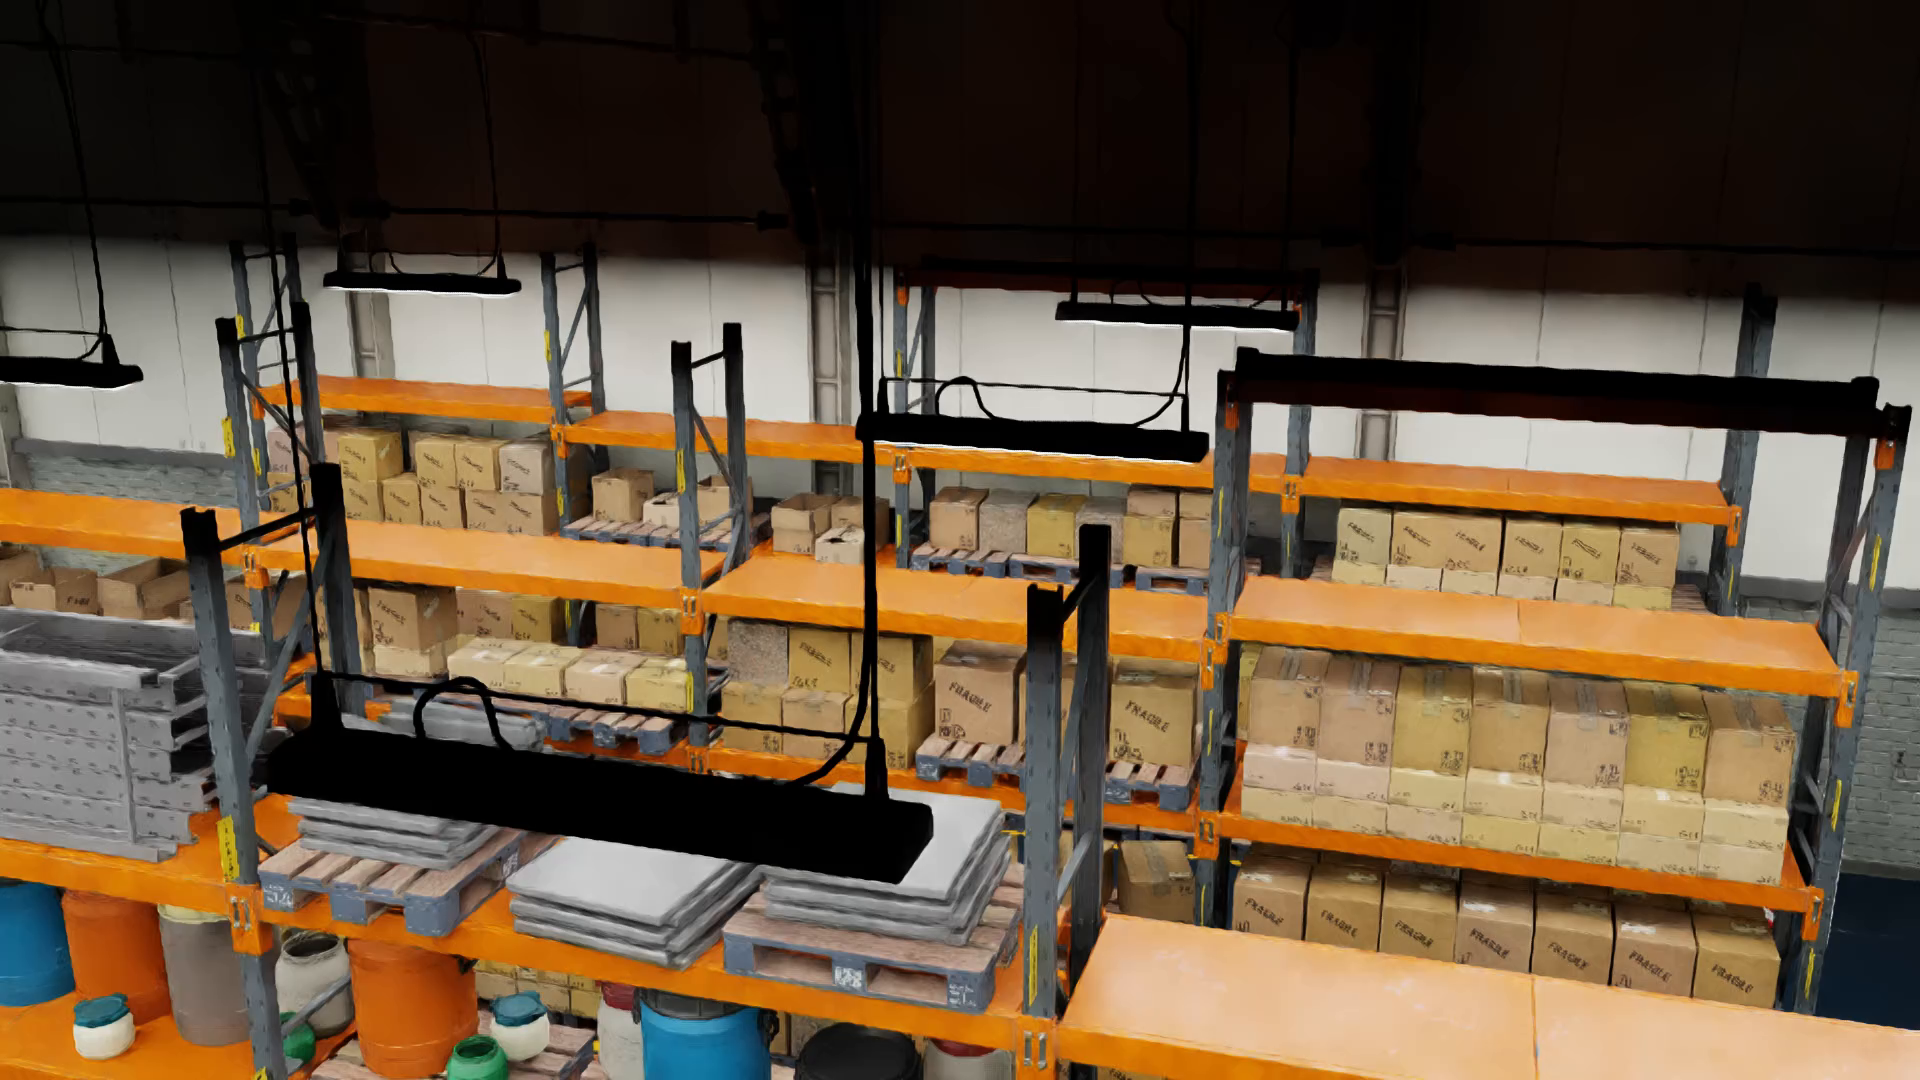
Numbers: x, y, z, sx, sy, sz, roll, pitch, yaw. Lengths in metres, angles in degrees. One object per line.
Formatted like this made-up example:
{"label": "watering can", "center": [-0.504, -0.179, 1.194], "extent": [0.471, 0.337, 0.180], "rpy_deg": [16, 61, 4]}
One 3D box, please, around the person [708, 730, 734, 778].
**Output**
{"label": "person", "center": [-2.443, 2.625, 16.599], "extent": [0.780, 1.712, 0.688], "rpy_deg": [6, 17, 21]}
